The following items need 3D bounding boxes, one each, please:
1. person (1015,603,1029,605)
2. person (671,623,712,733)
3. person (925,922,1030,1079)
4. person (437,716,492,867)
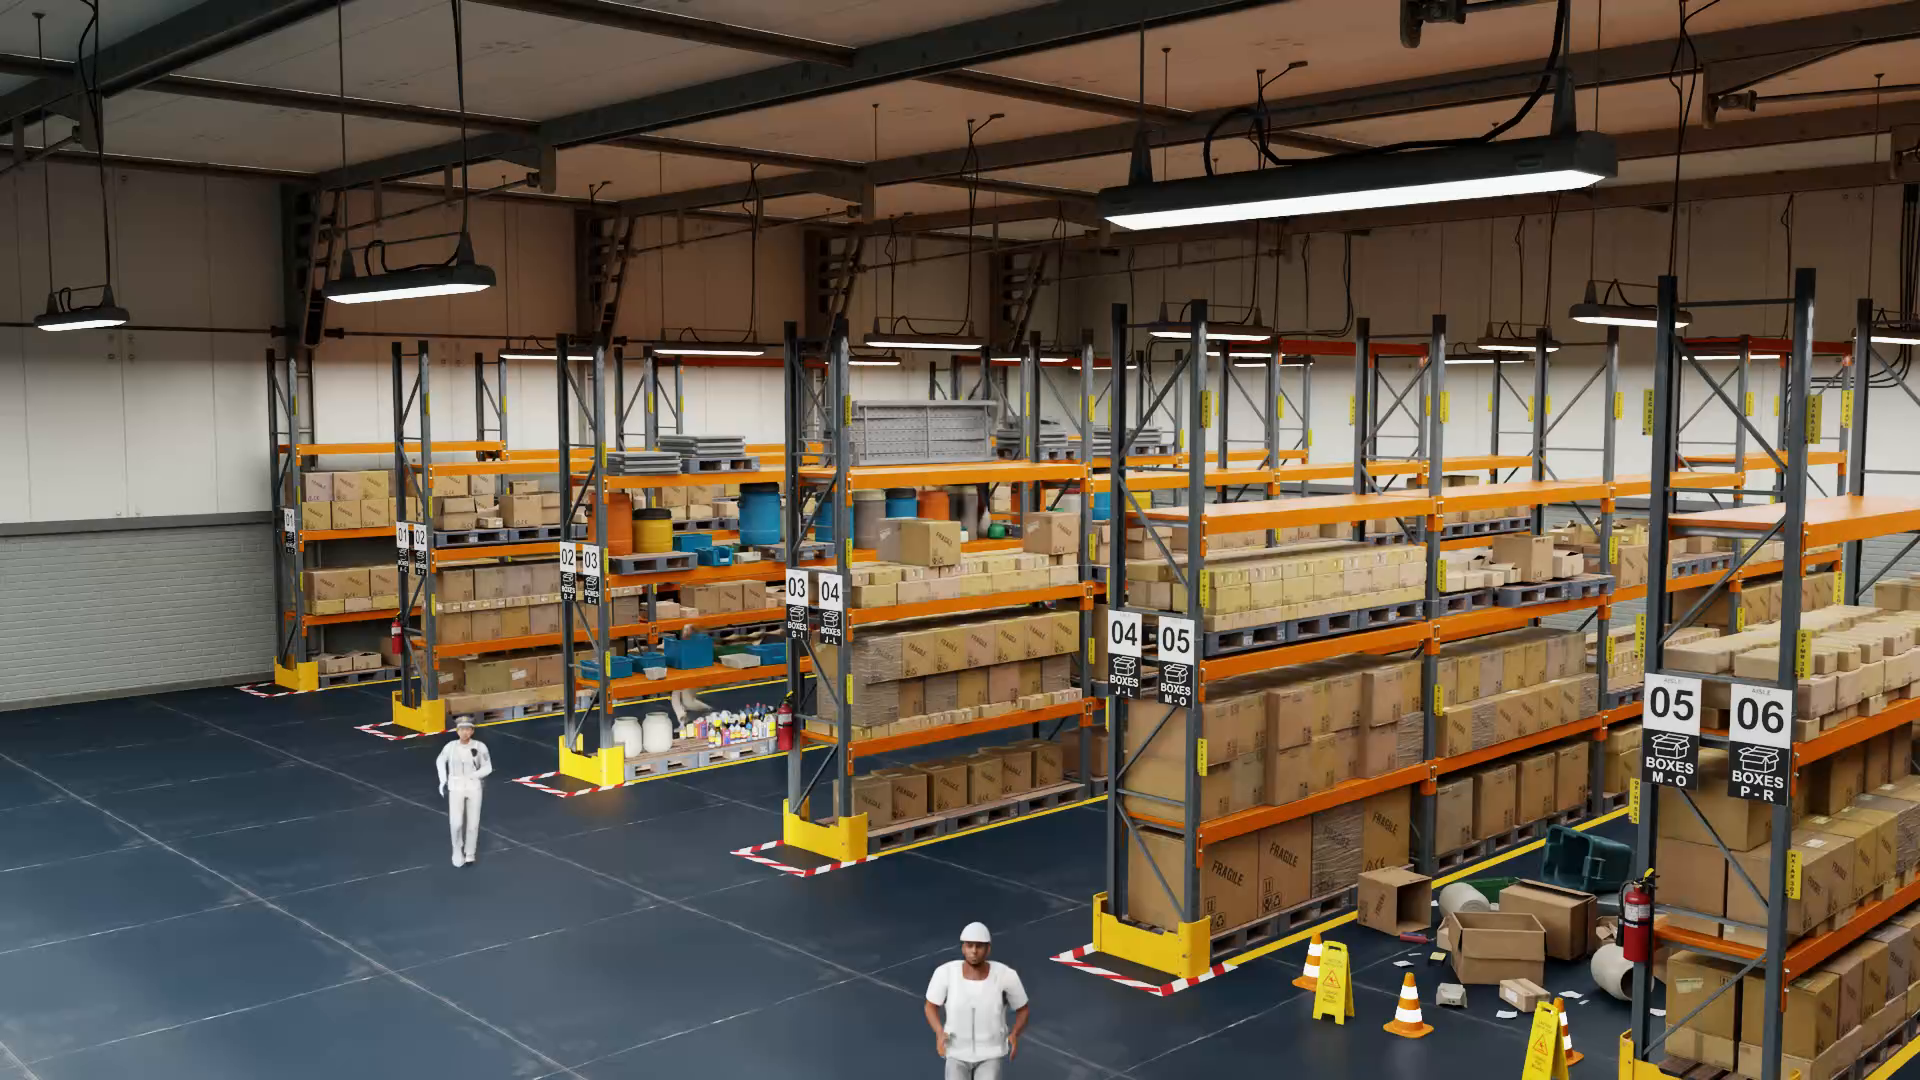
[{"bbox_3d":[1.199,1.617,32.243,0.536,1.534,0.544,3,6,34],"label":"person"},{"bbox_3d":[-4.169,2.109,25.629,0.664,1.675,0.645,4,6,37],"label":"person"},{"bbox_3d":[0.110,3.360,10.966,0.702,1.718,0.625,0,5,4],"label":"person"},{"bbox_3d":[-5.408,2.749,18.162,0.591,1.670,0.640,-1,5,-15],"label":"person"}]
